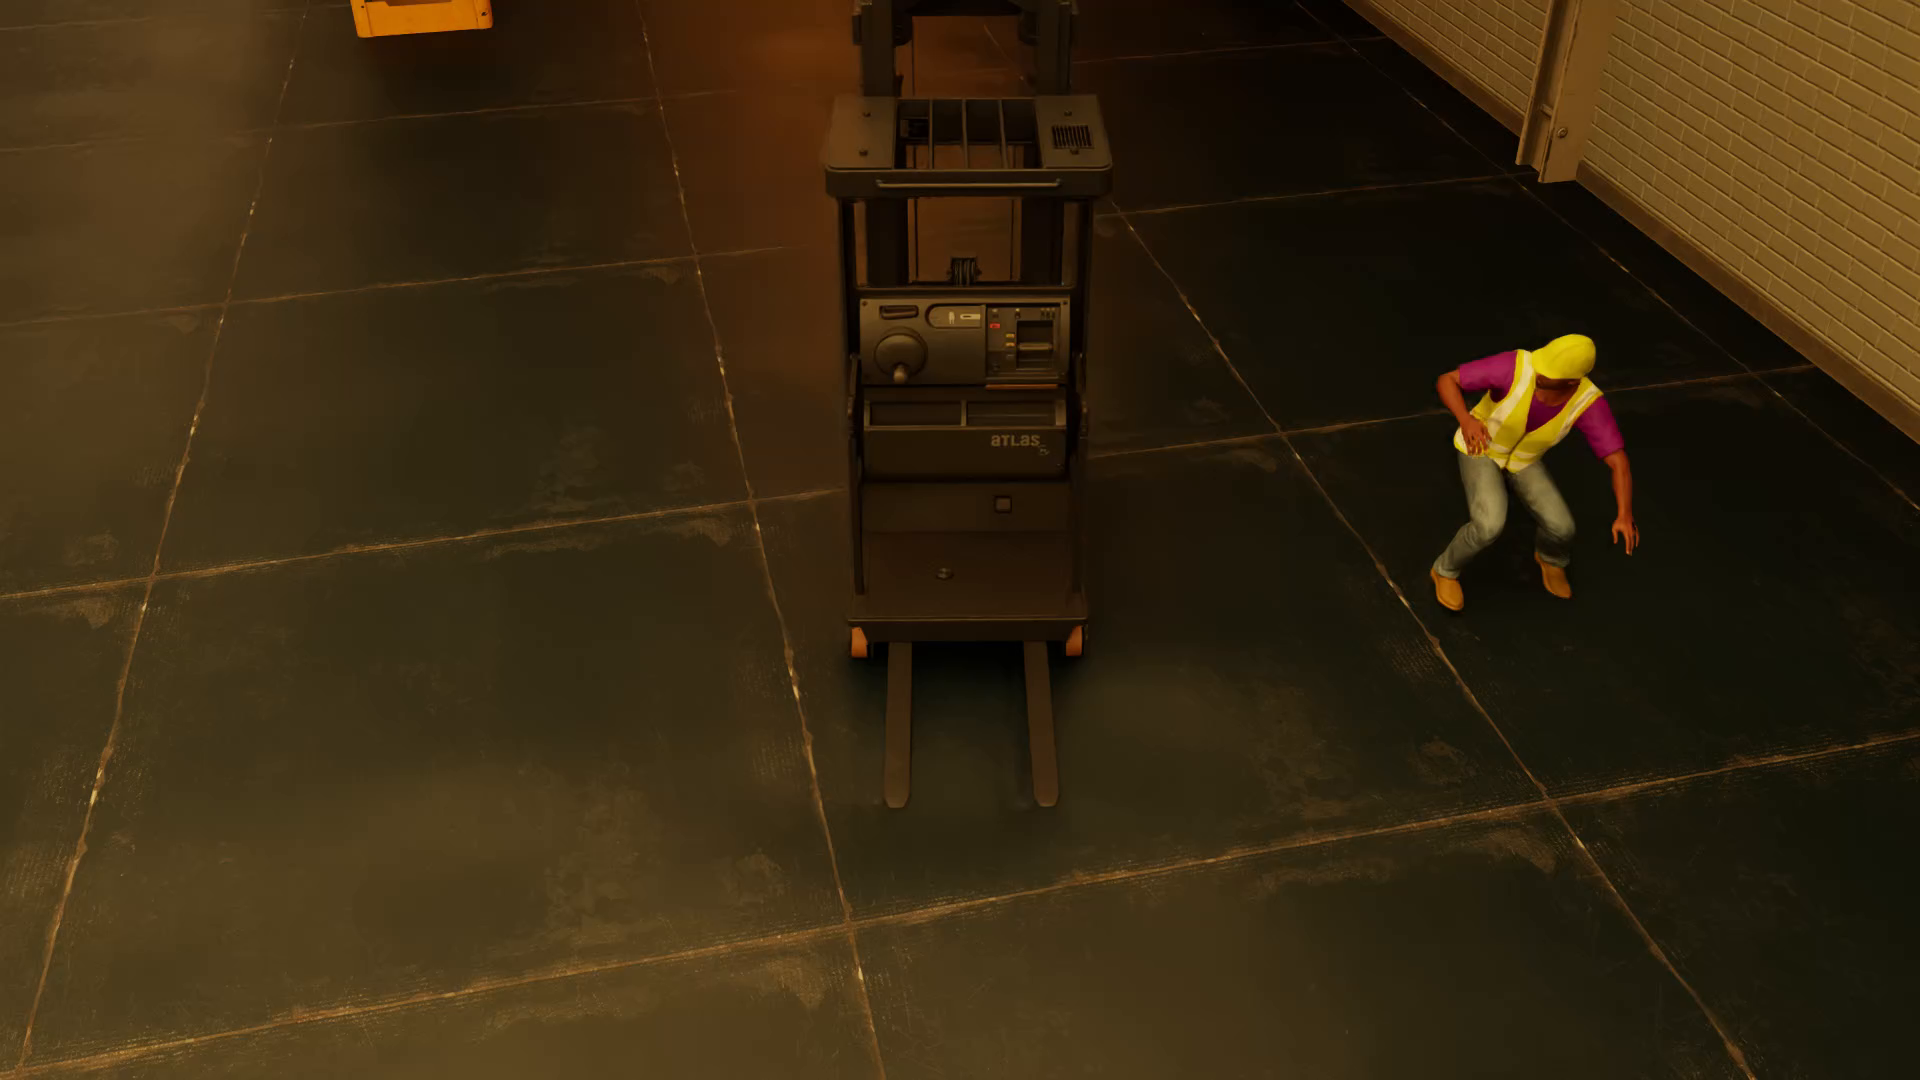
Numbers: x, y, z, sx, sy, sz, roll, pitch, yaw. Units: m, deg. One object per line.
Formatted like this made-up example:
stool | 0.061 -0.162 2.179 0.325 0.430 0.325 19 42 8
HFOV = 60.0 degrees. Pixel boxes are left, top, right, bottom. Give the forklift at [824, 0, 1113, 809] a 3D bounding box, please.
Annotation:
forklift | 0.028 -0.819 7.189 1.130 2.935 3.031 0 36 -1

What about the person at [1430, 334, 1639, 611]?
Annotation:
person | 2.616 -0.282 7.711 0.844 1.505 0.913 0 36 0
